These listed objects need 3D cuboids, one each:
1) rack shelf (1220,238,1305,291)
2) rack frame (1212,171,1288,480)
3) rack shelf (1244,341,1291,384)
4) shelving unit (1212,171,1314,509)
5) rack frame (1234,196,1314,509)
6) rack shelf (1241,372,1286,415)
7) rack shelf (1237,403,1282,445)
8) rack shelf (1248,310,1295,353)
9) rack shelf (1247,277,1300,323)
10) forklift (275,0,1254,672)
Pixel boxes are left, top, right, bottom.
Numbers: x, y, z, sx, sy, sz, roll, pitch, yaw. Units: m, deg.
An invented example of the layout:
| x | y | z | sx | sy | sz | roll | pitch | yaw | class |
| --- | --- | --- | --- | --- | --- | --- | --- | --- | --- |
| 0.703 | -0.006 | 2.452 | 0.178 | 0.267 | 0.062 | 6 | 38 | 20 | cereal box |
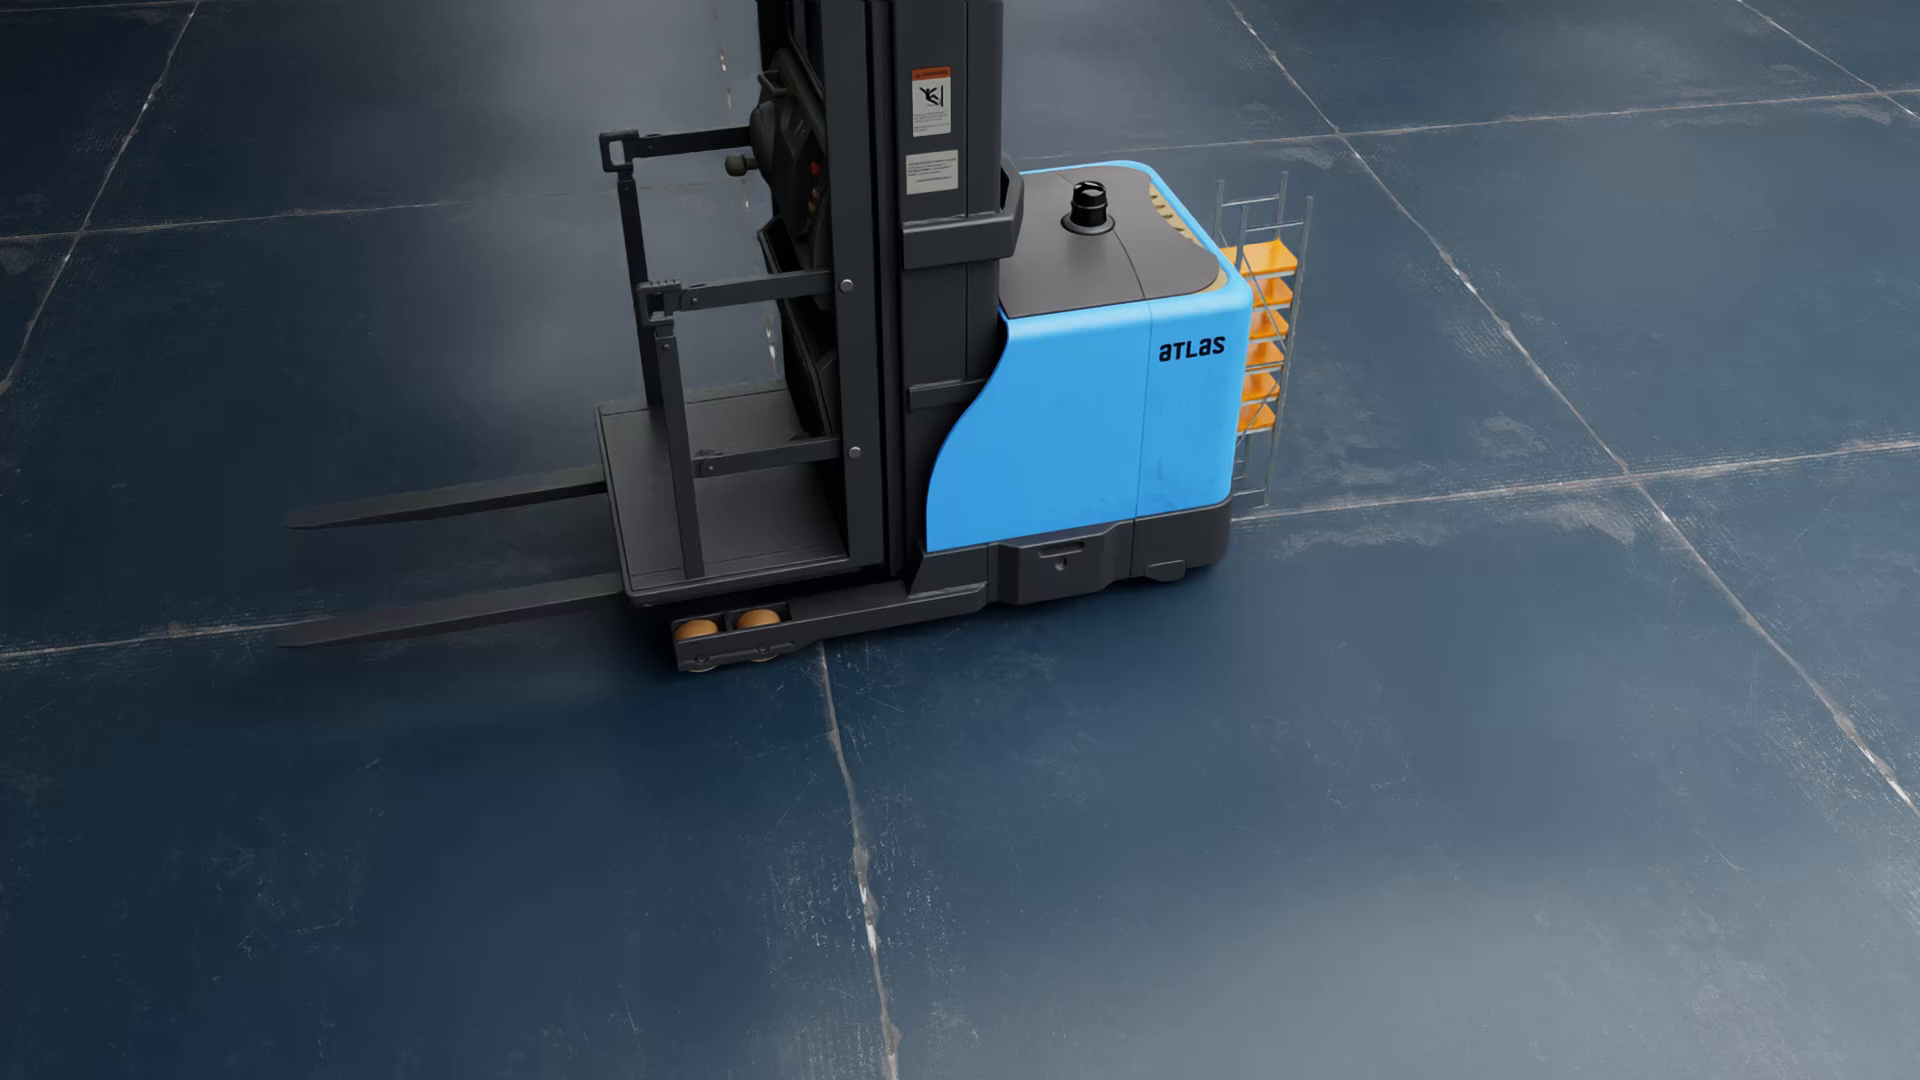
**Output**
| x | y | z | sx | sy | sz | roll | pitch | yaw | class |
| --- | --- | --- | --- | --- | --- | --- | --- | --- | --- |
| 0.956 | -0.876 | 5.385 | 0.258 | 0.103 | 0.180 | -10 | 39 | -13 | rack shelf |
| 0.929 | -0.681 | 5.647 | 0.240 | 1.200 | 0.006 | -10 | 39 | -13 | rack frame |
| 0.955 | -0.592 | 5.605 | 0.258 | 0.103 | 0.180 | -10 | 39 | -13 | rack shelf |
| 0.955 | -0.627 | 5.578 | 0.258 | 1.200 | 0.189 | -10 | 39 | -13 | shelving unit |
| 0.981 | -0.573 | 5.509 | 0.240 | 1.200 | 0.006 | -10 | 39 | -13 | rack frame |
| 0.954 | -0.497 | 5.679 | 0.258 | 0.103 | 0.180 | -10 | 39 | -13 | rack shelf |
| 0.954 | -0.402 | 5.752 | 0.258 | 0.103 | 0.180 | -10 | 39 | -13 | rack shelf |
| 0.955 | -0.687 | 5.532 | 0.258 | 0.103 | 0.180 | -10 | 39 | -13 | rack shelf |
| 0.956 | -0.781 | 5.458 | 0.258 | 0.103 | 0.180 | -10 | 39 | -13 | rack shelf |
| -0.675 | -1.103 | 4.781 | 3.031 | 2.935 | 1.130 | -9 | 39 | -12 | forklift |
